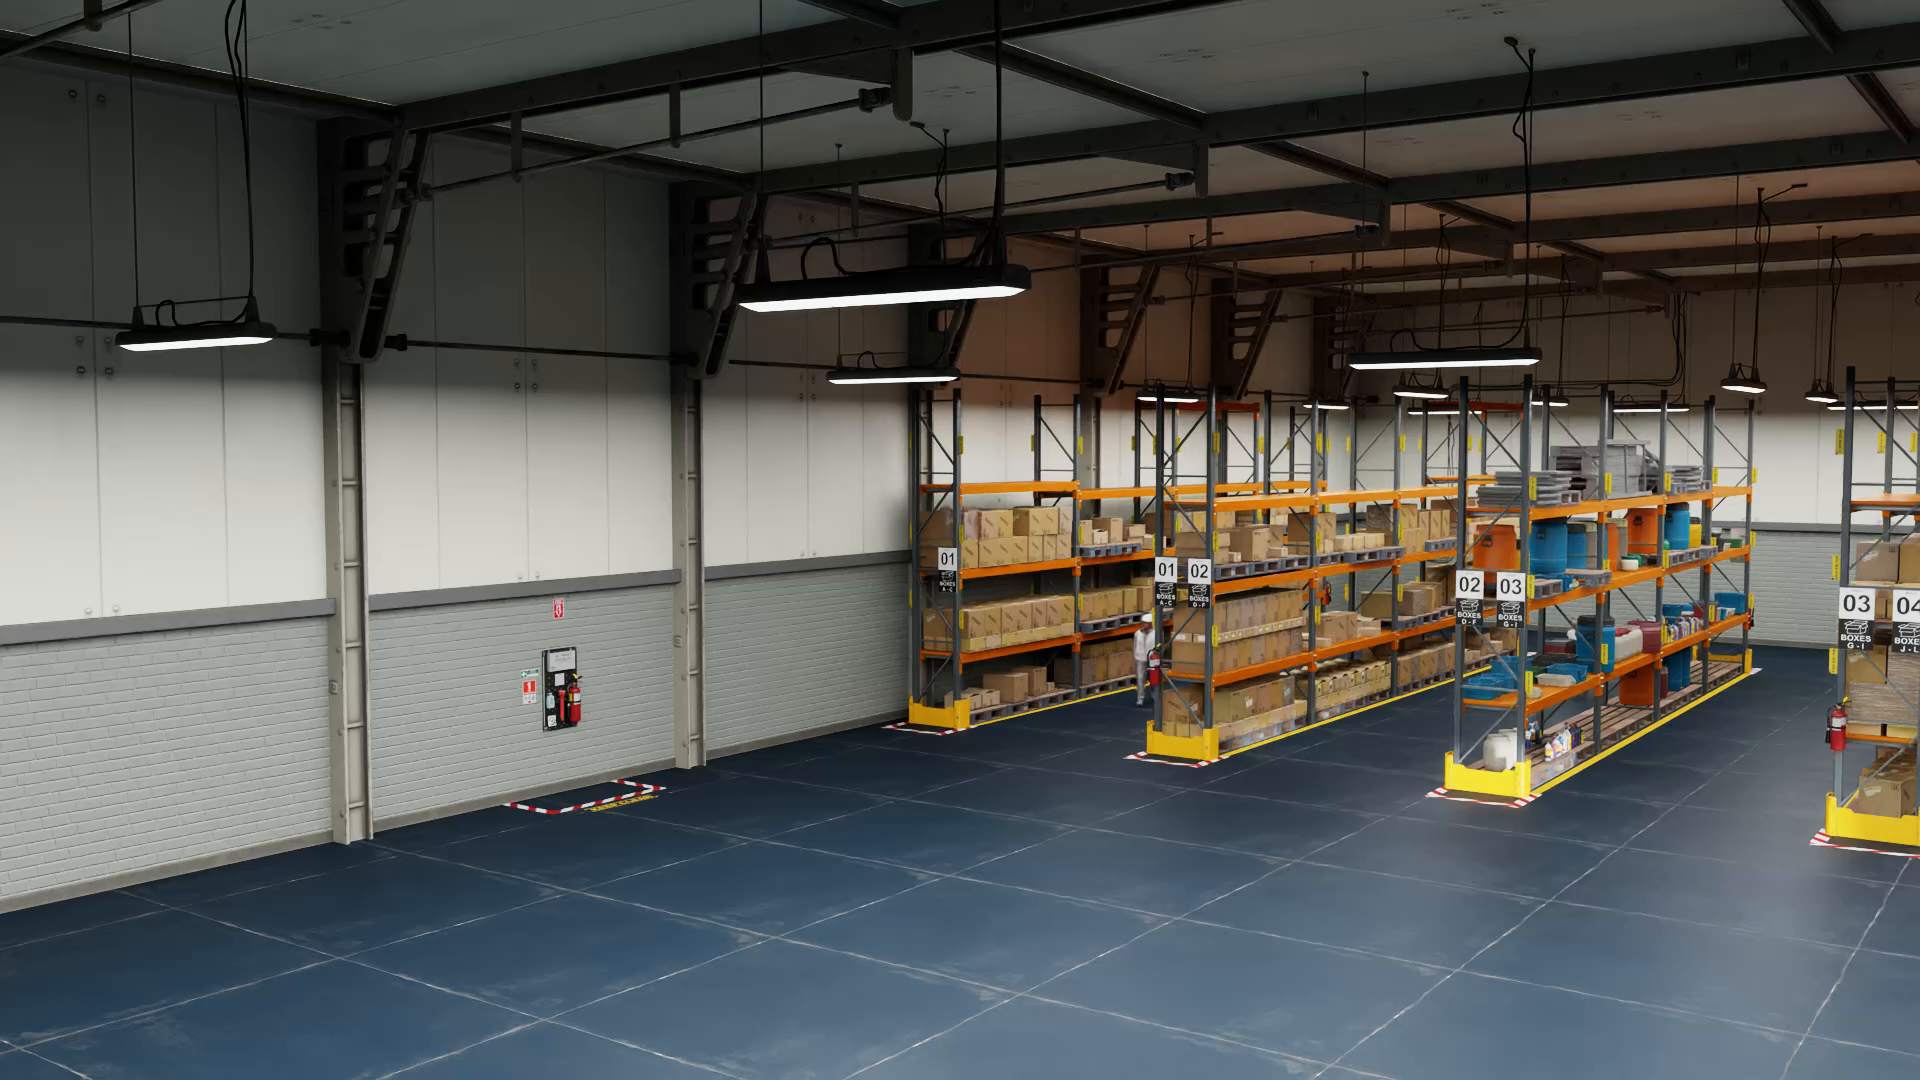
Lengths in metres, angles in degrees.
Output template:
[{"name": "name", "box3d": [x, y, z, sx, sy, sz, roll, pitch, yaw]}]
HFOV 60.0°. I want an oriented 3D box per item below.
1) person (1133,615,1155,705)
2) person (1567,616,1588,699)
[{"name": "person", "box3d": [3.607, 2.300, 32.093, 0.539, 1.720, 1.096, 1, 3, 11]}, {"name": "person", "box3d": [12.179, 2.337, 32.794, 0.566, 1.686, 0.766, 3, 4, 42]}]
